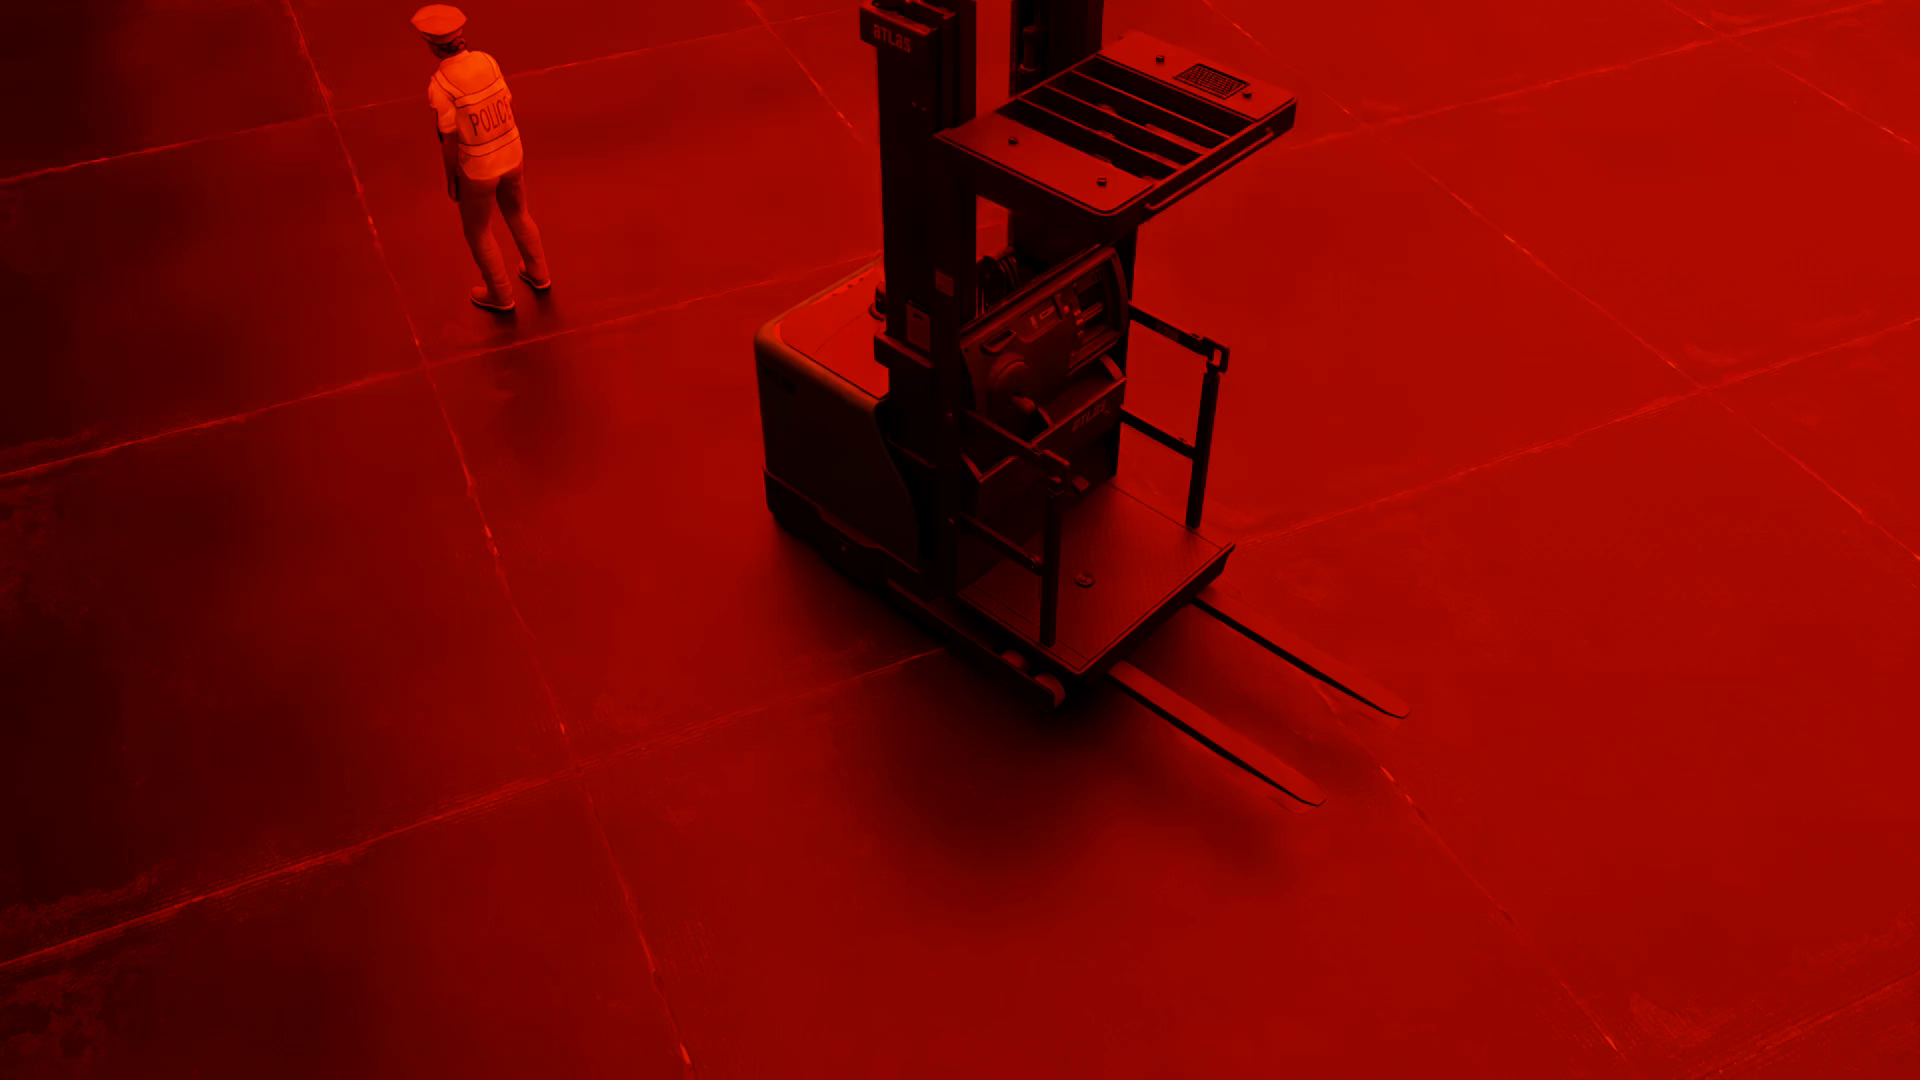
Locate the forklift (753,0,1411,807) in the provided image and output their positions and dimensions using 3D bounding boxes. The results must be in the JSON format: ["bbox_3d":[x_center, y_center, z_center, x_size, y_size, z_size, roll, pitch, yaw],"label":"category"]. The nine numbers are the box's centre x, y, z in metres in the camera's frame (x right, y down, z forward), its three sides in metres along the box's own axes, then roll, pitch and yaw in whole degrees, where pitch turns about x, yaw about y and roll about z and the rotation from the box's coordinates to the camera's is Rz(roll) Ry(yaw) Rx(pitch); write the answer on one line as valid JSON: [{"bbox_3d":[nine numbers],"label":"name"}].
[{"bbox_3d":[0.500,-0.753,6.487,3.031,2.935,1.130,32,52,30],"label":"forklift"}]

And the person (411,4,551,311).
[{"bbox_3d":[-2.498,-1.977,8.736,0.397,1.656,0.514,28,50,27],"label":"person"}]
